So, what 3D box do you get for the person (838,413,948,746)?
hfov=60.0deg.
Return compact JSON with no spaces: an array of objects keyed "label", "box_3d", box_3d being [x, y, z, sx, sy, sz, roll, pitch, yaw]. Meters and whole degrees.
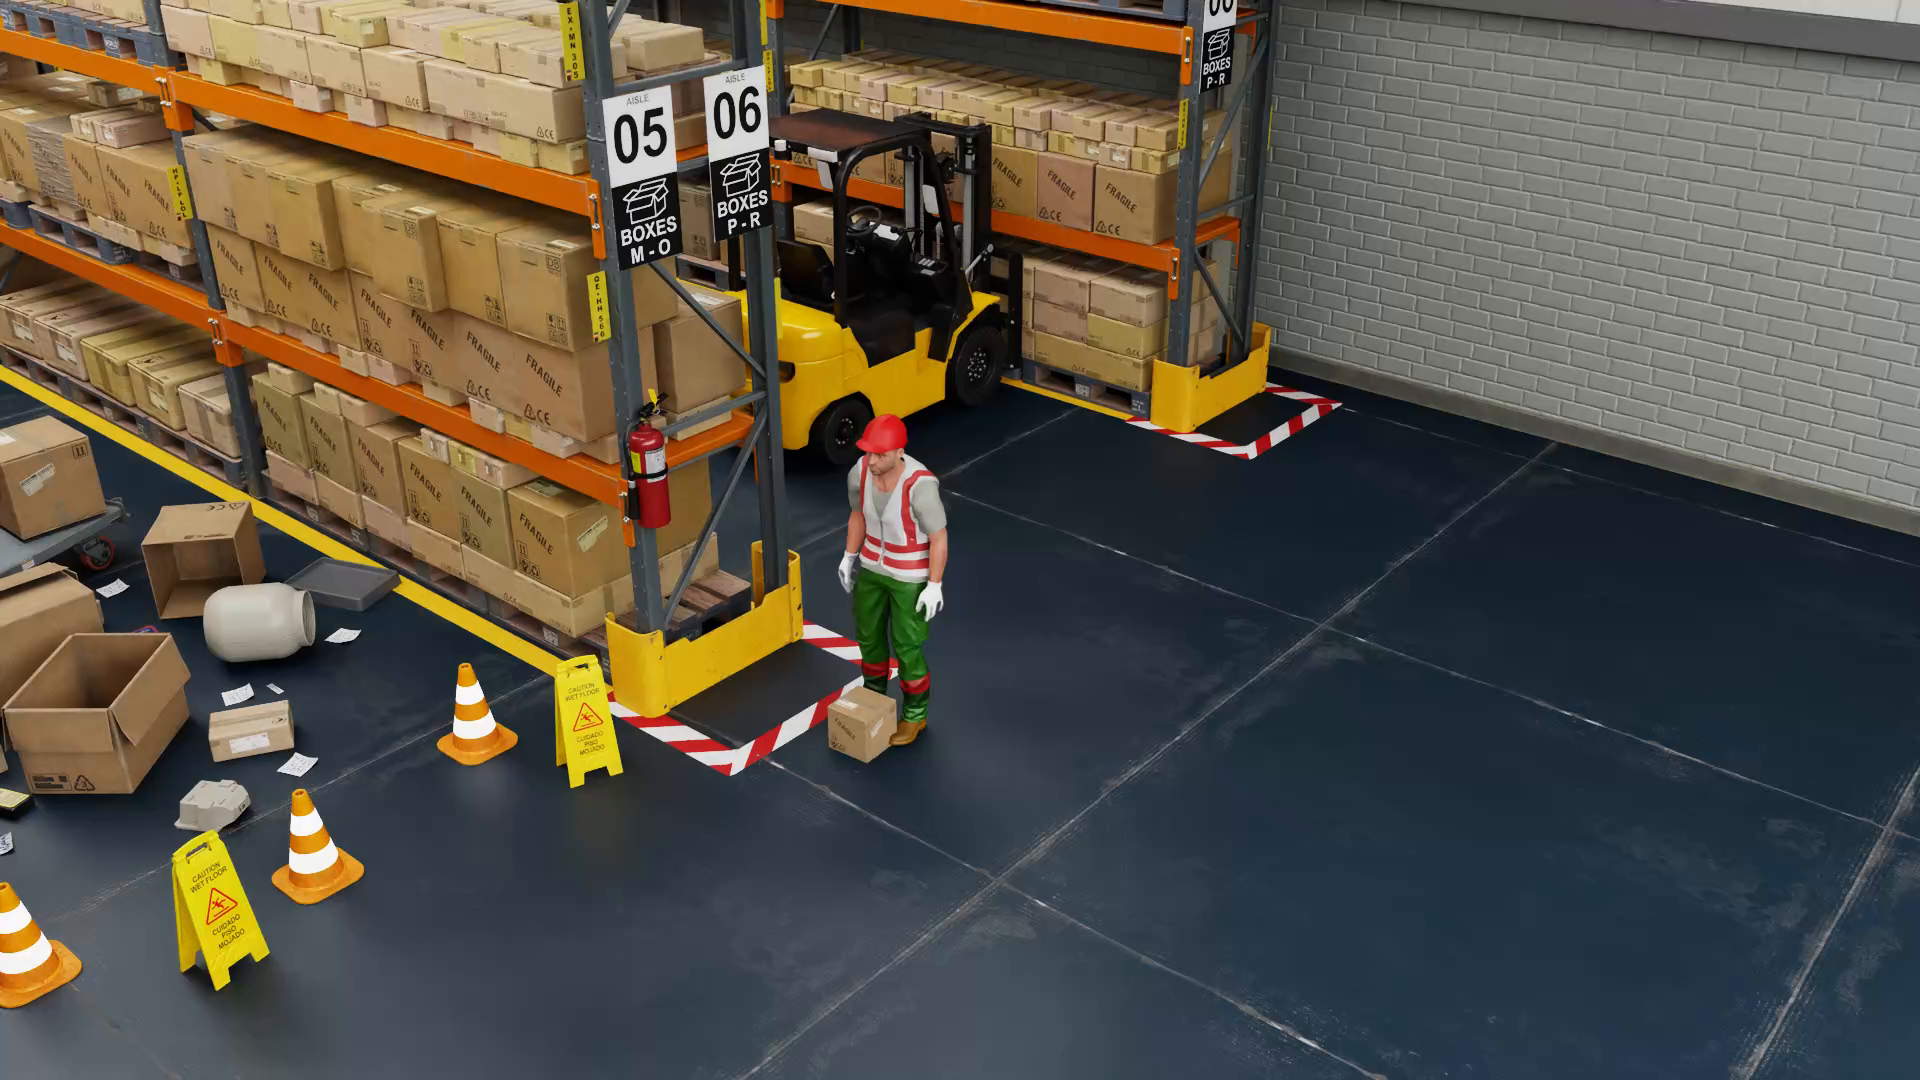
[{"label":"person","box_3d":[-0.340,0.180,8.251,0.617,1.778,0.453,18,32,32]}]
